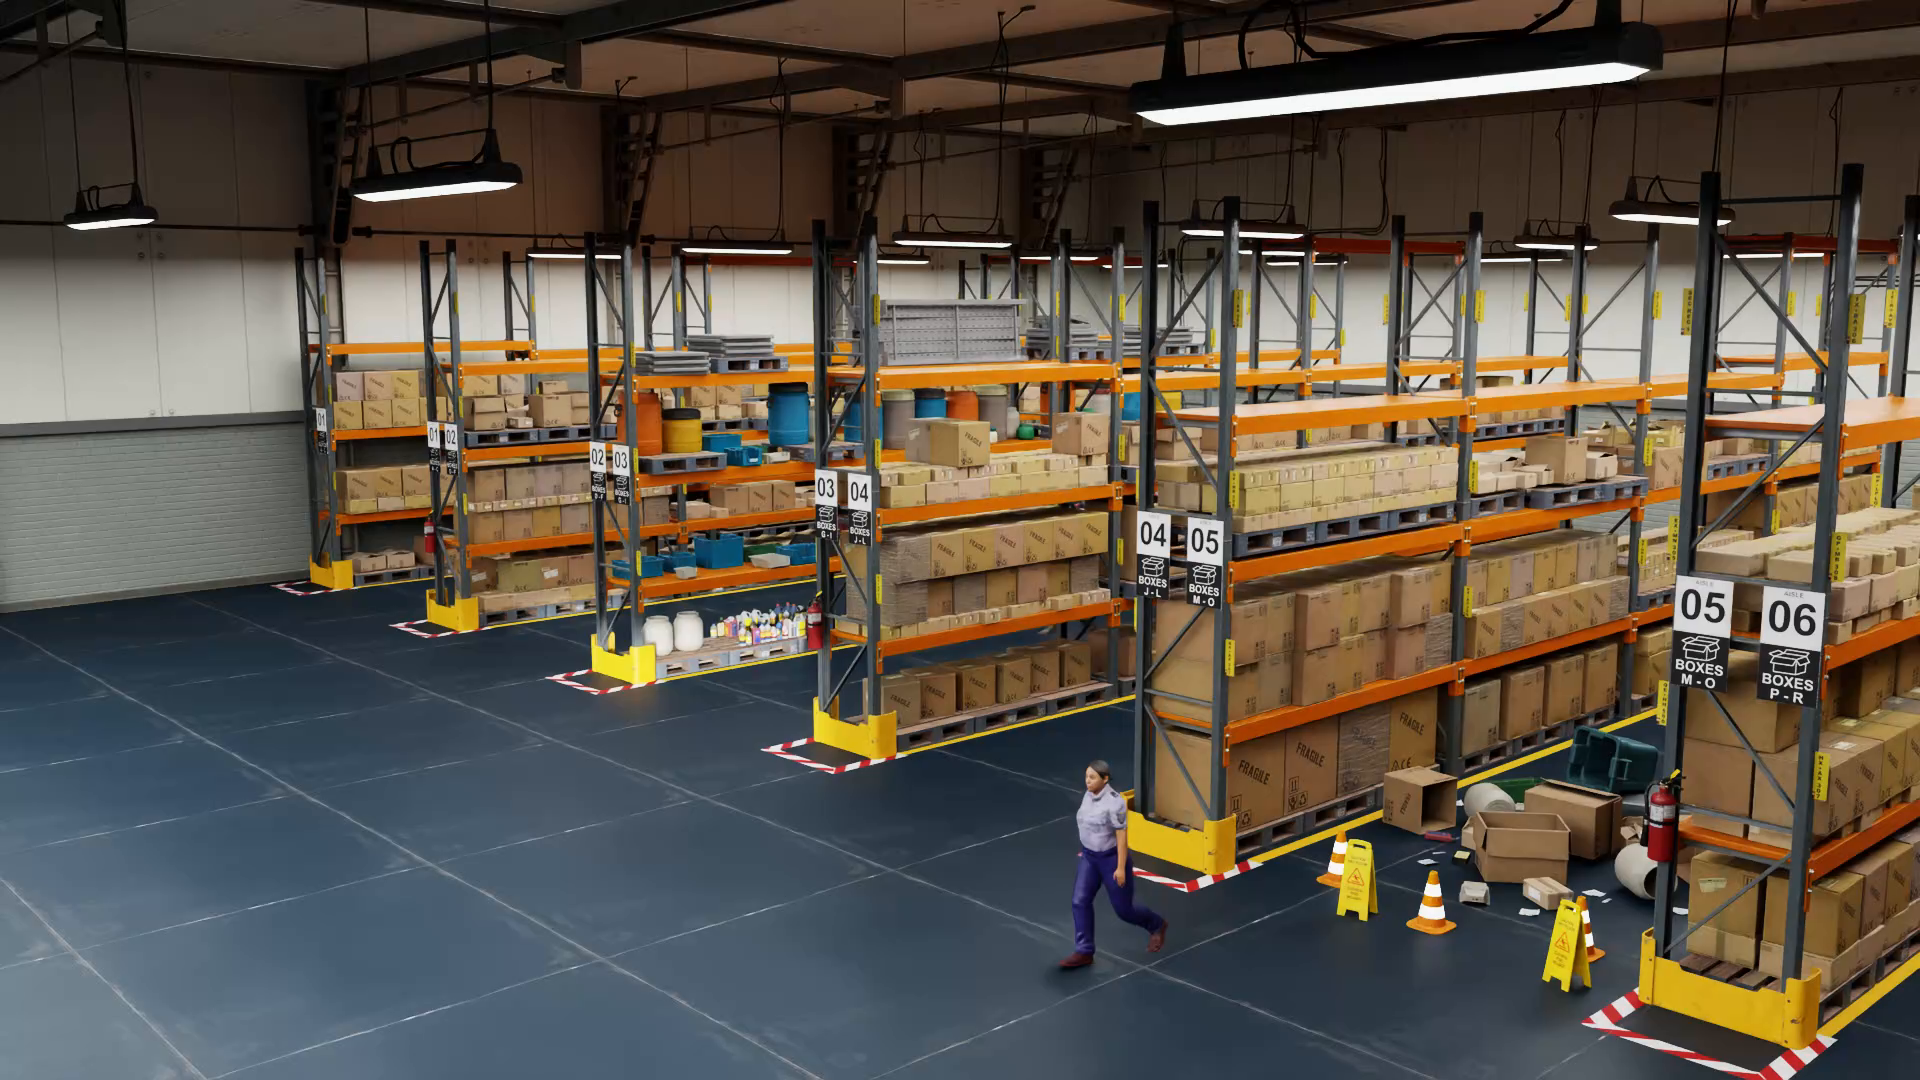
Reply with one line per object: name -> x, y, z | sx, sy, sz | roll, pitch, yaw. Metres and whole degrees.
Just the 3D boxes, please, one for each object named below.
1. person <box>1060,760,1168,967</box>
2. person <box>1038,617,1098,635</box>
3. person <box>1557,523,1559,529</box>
person -> 1.186, 2.485, 12.946 | 0.912, 1.608, 0.504 | -6, 10, -34
person -> 1.587, 0.589, 23.993 | 0.954, 1.598, 0.546 | -6, 10, -36
person -> 9.842, 0.475, 26.767 | 0.673, 1.574, 0.622 | -5, 10, -33
